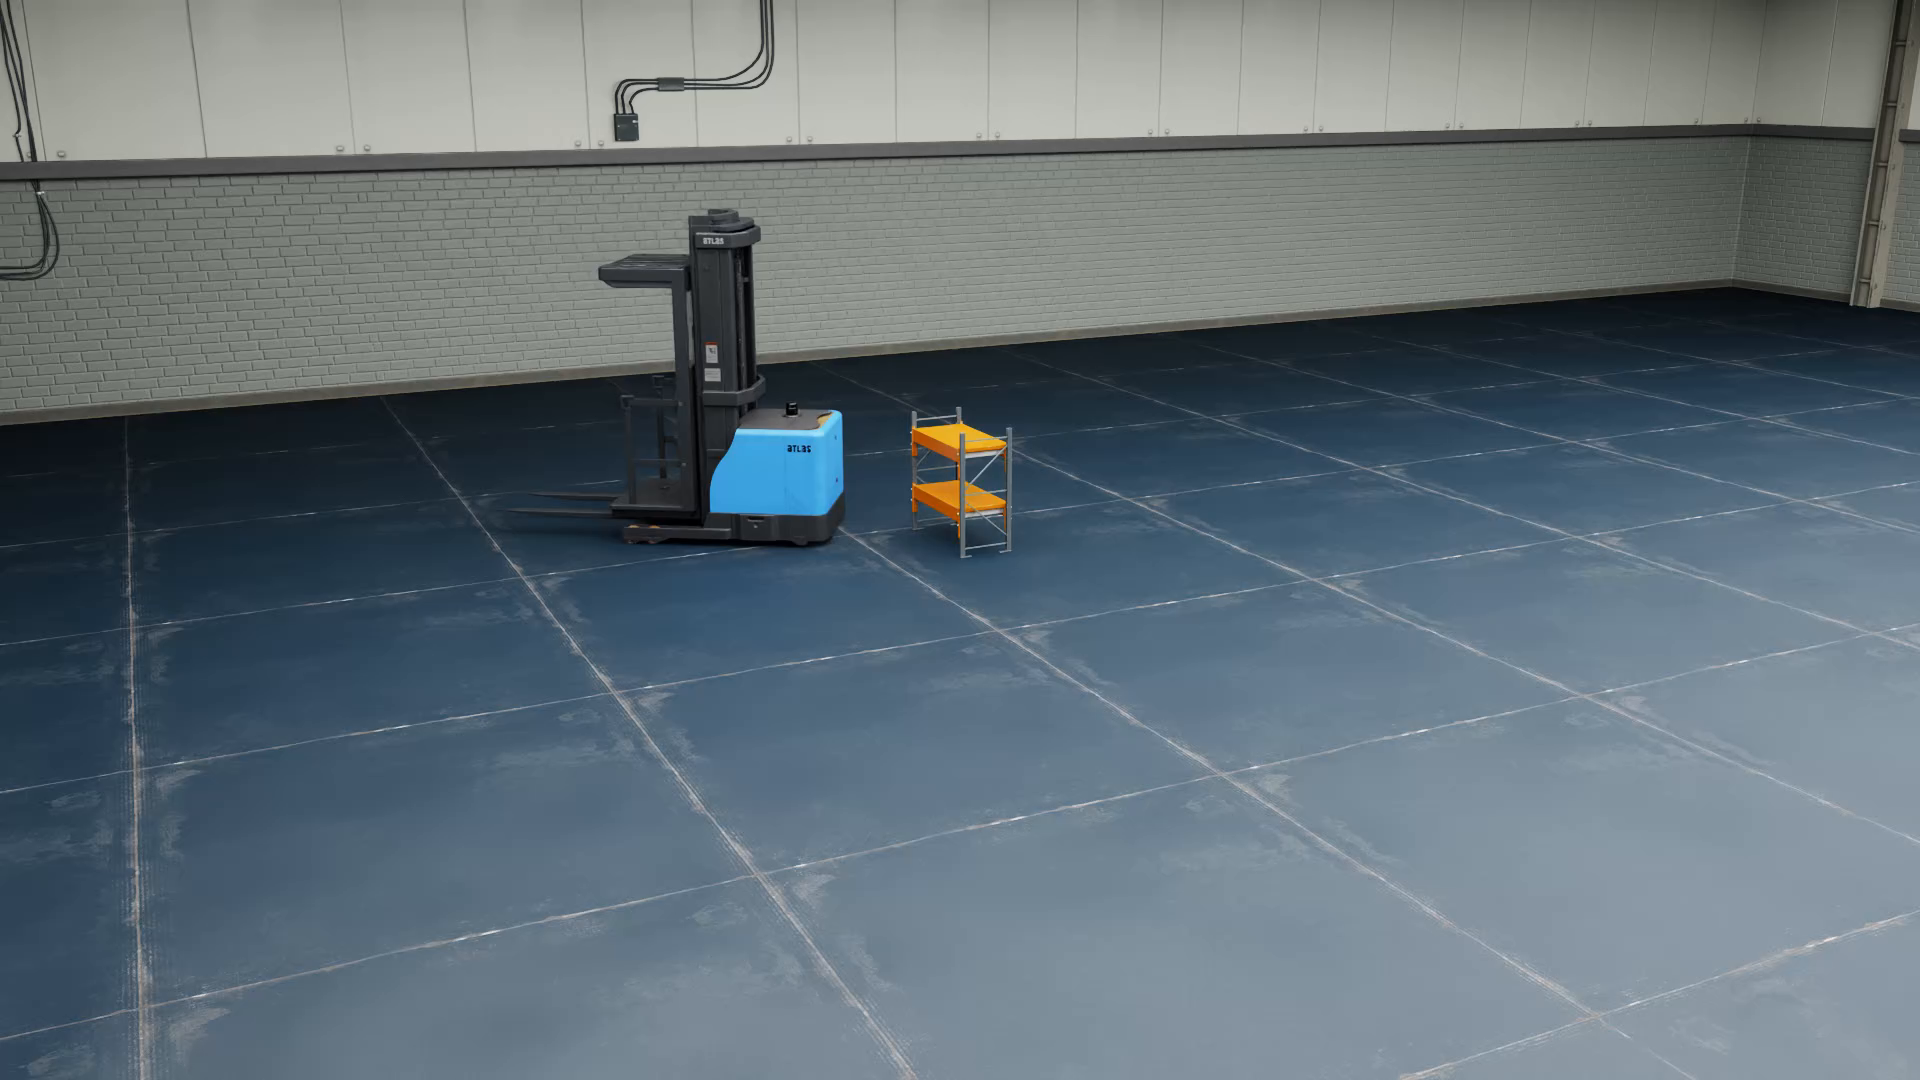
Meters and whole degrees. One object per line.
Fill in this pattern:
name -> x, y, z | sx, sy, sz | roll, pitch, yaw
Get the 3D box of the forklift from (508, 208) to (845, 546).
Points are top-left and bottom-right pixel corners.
forklift -> -2.646, -1.513, 15.207 | 3.031, 2.935, 1.130 | 2, 16, 6

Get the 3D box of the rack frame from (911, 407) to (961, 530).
rack frame -> -0.220, -0.665, 15.528 | 0.500, 1.125, 0.032 | -8, 18, -25

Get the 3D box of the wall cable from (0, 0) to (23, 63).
wall cable -> -9.699, -6.885, 19.400 | 3.097, 2.526, 0.112 | -8, 18, -25

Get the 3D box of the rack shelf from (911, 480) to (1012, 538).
rack shelf -> 0.003, -0.304, 15.156 | 0.538, 0.278, 1.000 | -8, 18, -25

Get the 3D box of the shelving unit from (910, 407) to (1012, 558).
shelving unit -> 0.003, -0.539, 15.089 | 0.538, 1.125, 1.048 | -8, 18, -25

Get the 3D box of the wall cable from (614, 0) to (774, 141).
wall cable -> -3.590, -8.401, 22.044 | 2.305, 6.003, 0.169 | -8, 18, -25

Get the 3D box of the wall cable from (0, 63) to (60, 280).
wall cable -> -12.131, -4.130, 18.958 | 3.097, 2.526, 0.112 | -8, 18, -25

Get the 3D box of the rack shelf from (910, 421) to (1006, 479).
rack shelf -> 0.003, -0.820, 15.008 | 0.538, 0.278, 1.000 | -8, 18, -25

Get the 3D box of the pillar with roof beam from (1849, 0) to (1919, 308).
pillar with roof beam -> 12.417, -8.019, 26.879 | 9.100, 9.000, 0.400 | -8, 18, -25

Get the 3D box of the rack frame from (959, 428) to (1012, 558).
rack frame -> 0.226, -0.413, 14.650 | 0.500, 1.125, 0.032 | -8, 18, -25
